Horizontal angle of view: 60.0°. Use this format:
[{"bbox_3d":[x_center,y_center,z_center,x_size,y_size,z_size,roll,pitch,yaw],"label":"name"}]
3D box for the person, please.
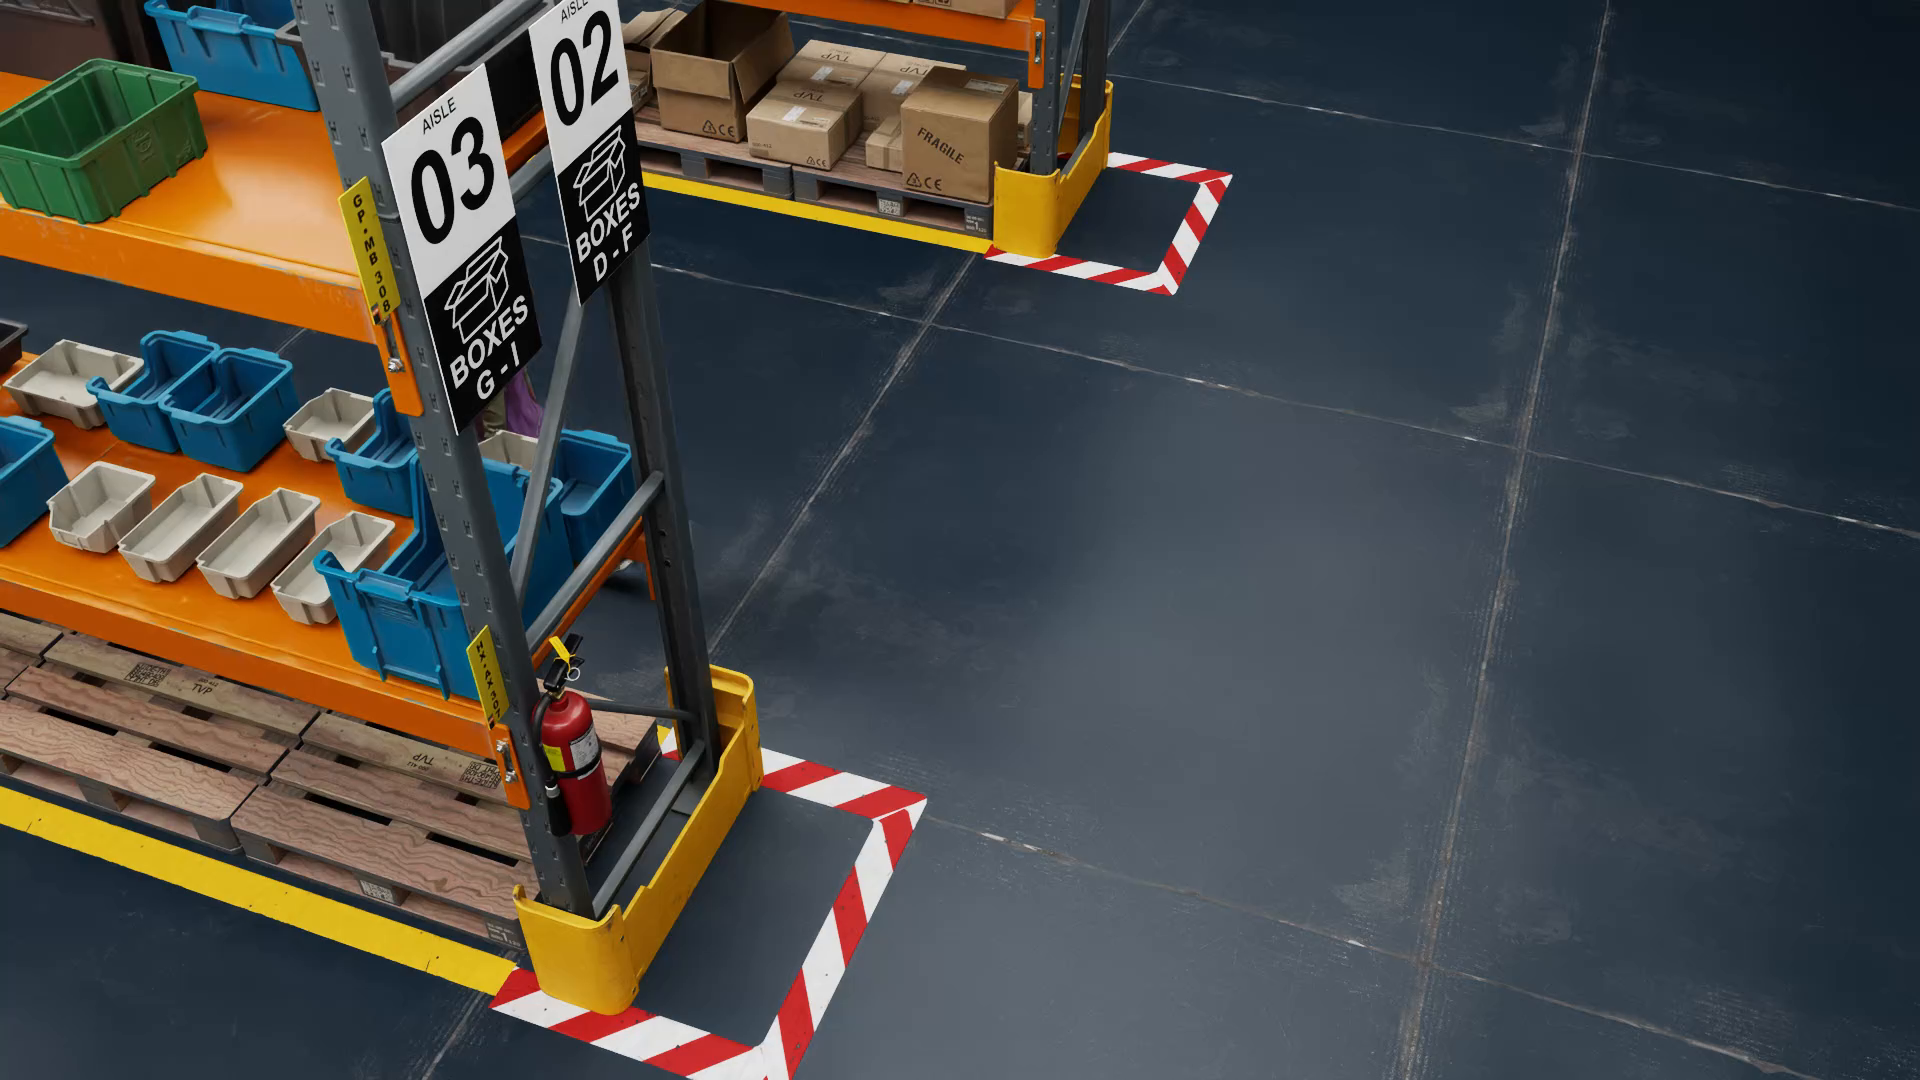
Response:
[{"bbox_3d":[-1.775,-0.384,6.593,0.777,1.550,0.545,-7,43,-8],"label":"person"}]
